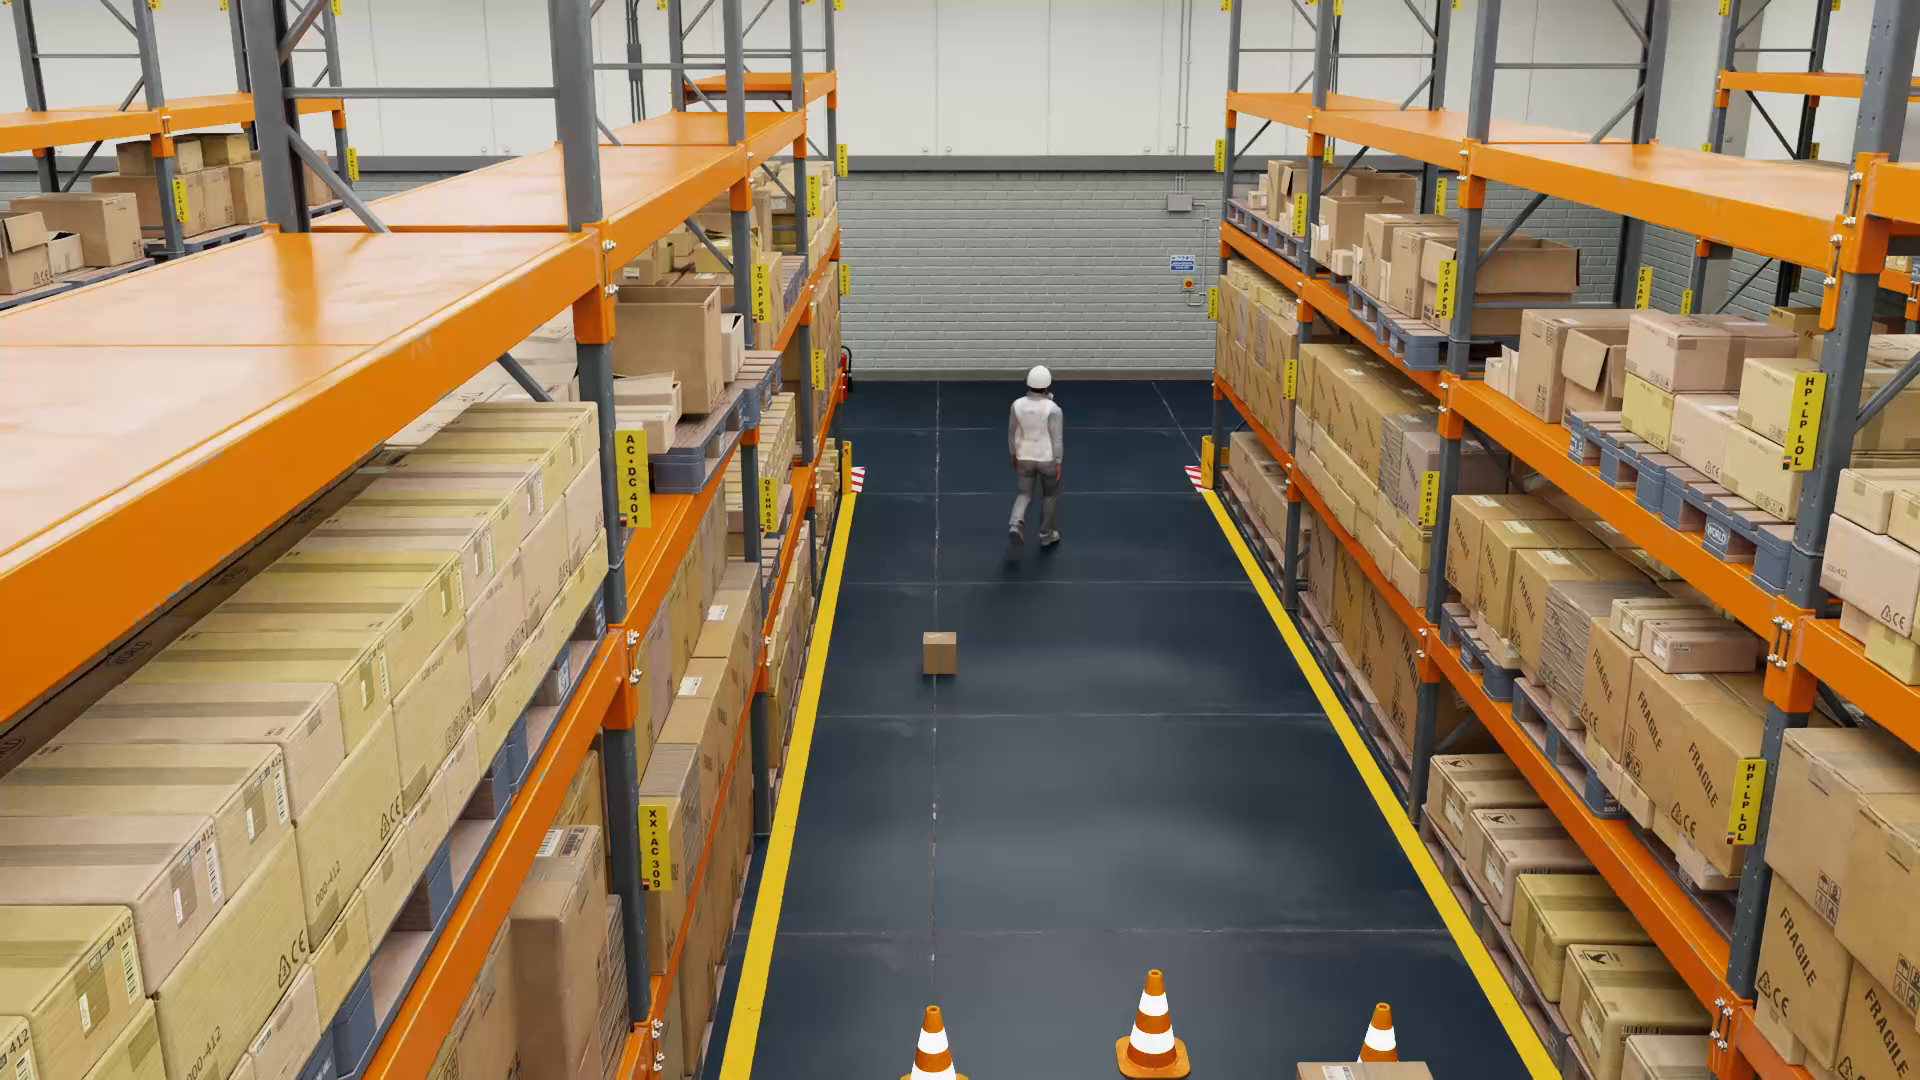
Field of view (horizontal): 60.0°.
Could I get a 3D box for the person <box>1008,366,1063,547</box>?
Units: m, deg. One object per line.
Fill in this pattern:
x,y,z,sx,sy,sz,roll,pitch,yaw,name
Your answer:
0.701,-0.759,15.454,0.544,1.749,0.794,7,18,21,person
